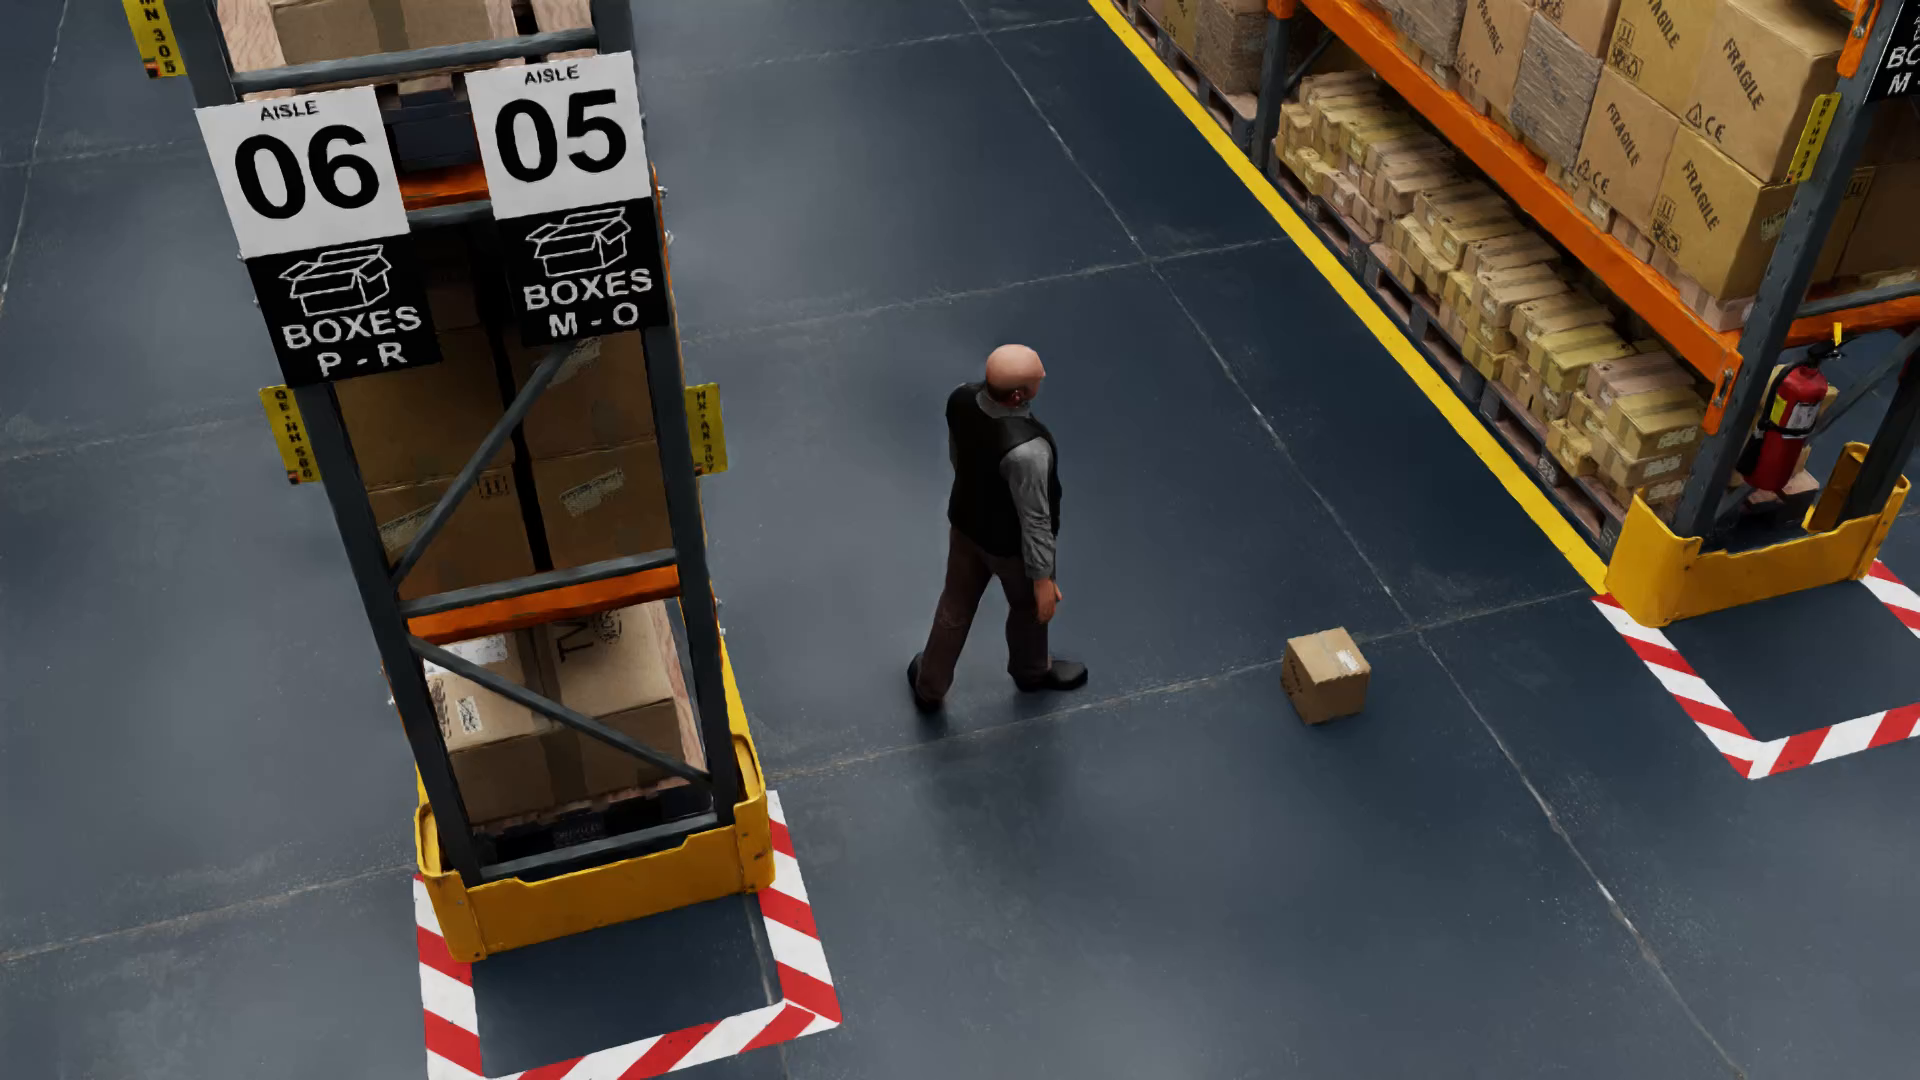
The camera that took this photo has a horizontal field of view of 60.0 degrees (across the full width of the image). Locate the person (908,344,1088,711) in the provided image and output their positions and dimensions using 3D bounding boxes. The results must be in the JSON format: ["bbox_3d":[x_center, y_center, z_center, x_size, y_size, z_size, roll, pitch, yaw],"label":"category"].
[{"bbox_3d":[0.171,-0.012,6.195,0.672,1.714,0.686,-29,49,-28],"label":"person"}]
